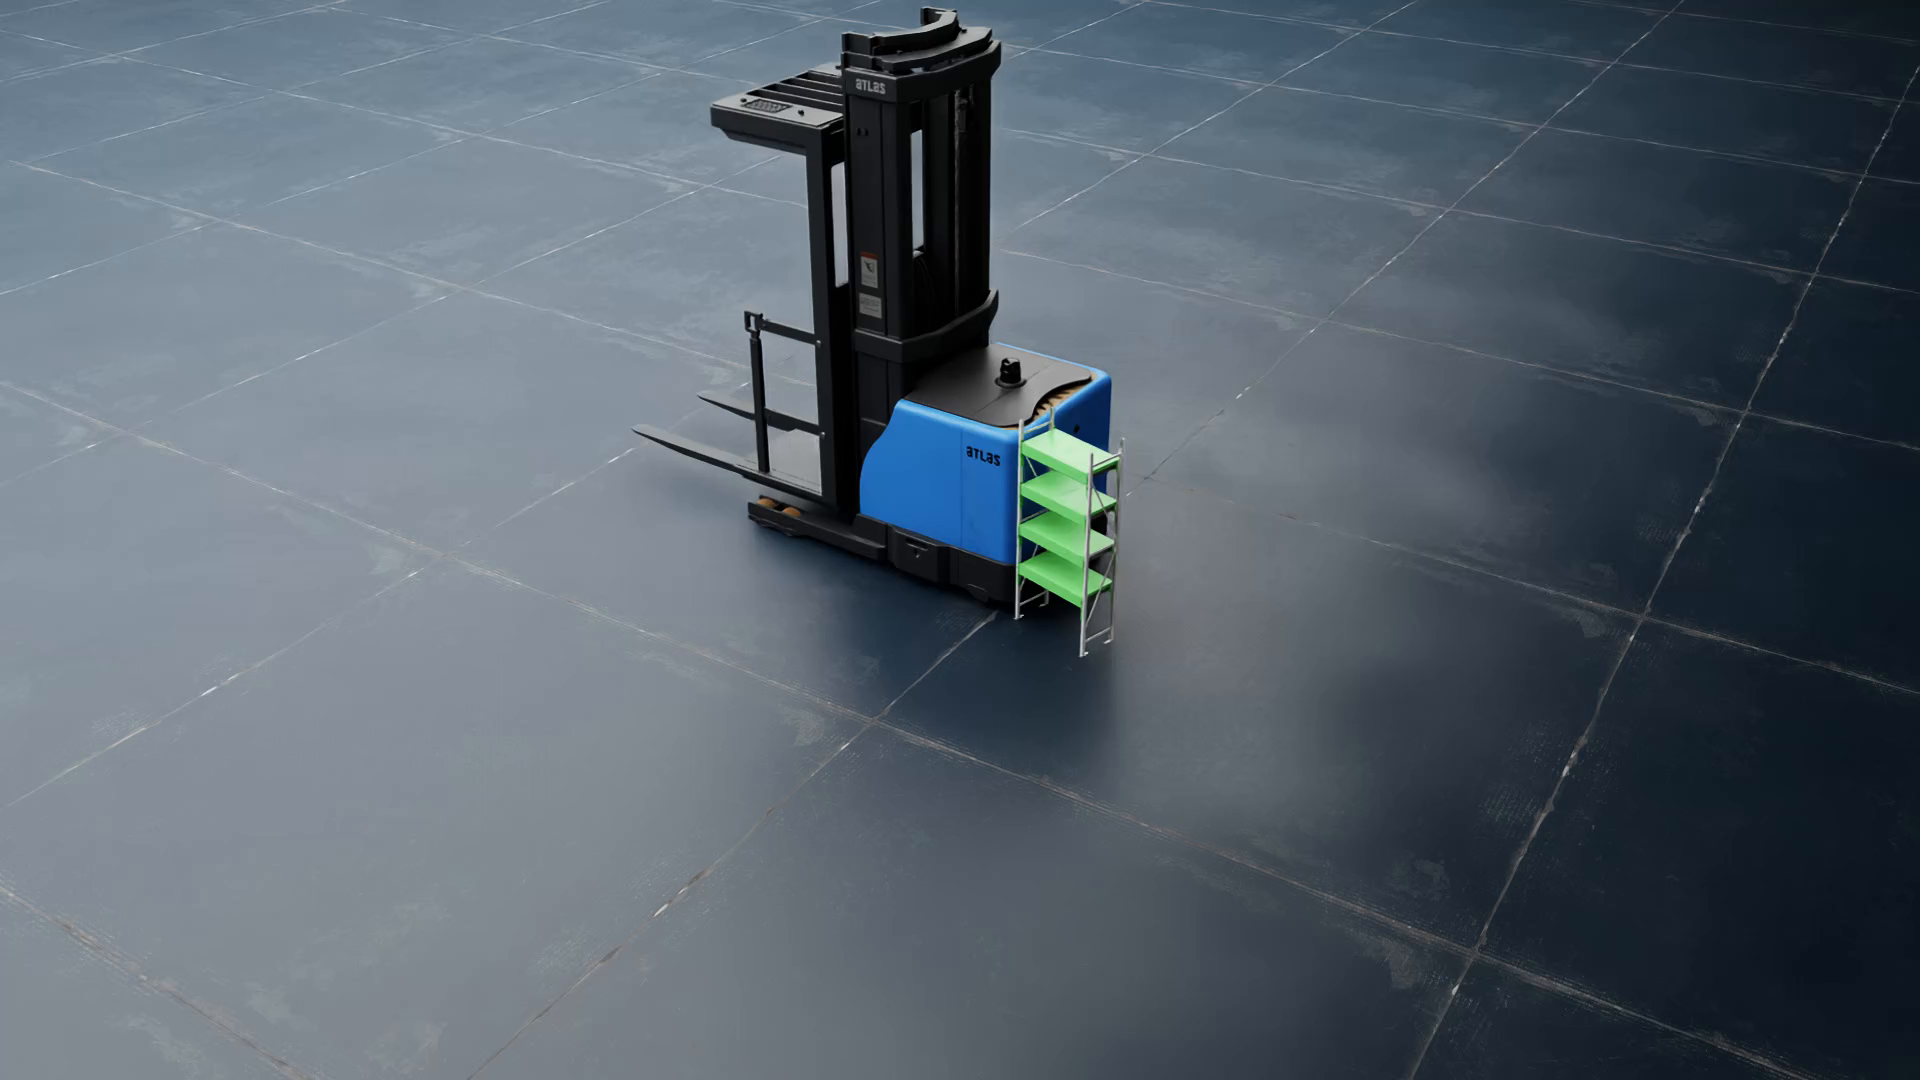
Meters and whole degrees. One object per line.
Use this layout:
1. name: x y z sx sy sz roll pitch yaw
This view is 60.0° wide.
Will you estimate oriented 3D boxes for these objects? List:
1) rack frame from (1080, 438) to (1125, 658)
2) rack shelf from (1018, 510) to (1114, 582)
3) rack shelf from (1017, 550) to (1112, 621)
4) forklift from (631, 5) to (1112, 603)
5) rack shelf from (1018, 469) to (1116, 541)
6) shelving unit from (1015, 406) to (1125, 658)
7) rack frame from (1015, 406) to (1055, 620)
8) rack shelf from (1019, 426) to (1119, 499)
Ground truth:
1. rack frame: 0.722 0.054 8.467 0.240 1.200 0.015 -25 38 -36
2. rack shelf: 0.558 0.018 8.655 0.258 0.148 0.480 -25 38 -36
3. rack shelf: 0.558 0.226 8.776 0.258 0.148 0.480 -25 38 -36
4. forklift: -0.647 -1.489 9.393 3.031 2.935 1.130 19 35 29
5. rack shelf: 0.558 -0.189 8.534 0.258 0.148 0.480 -25 38 -36
6. shelving unit: 0.558 -0.037 8.623 0.258 1.200 0.503 -25 38 -36
7. rack frame: 0.393 -0.128 8.779 0.240 1.200 0.015 -25 38 -36
8. rack shelf: 0.558 -0.396 8.413 0.258 0.148 0.480 -25 38 -36
